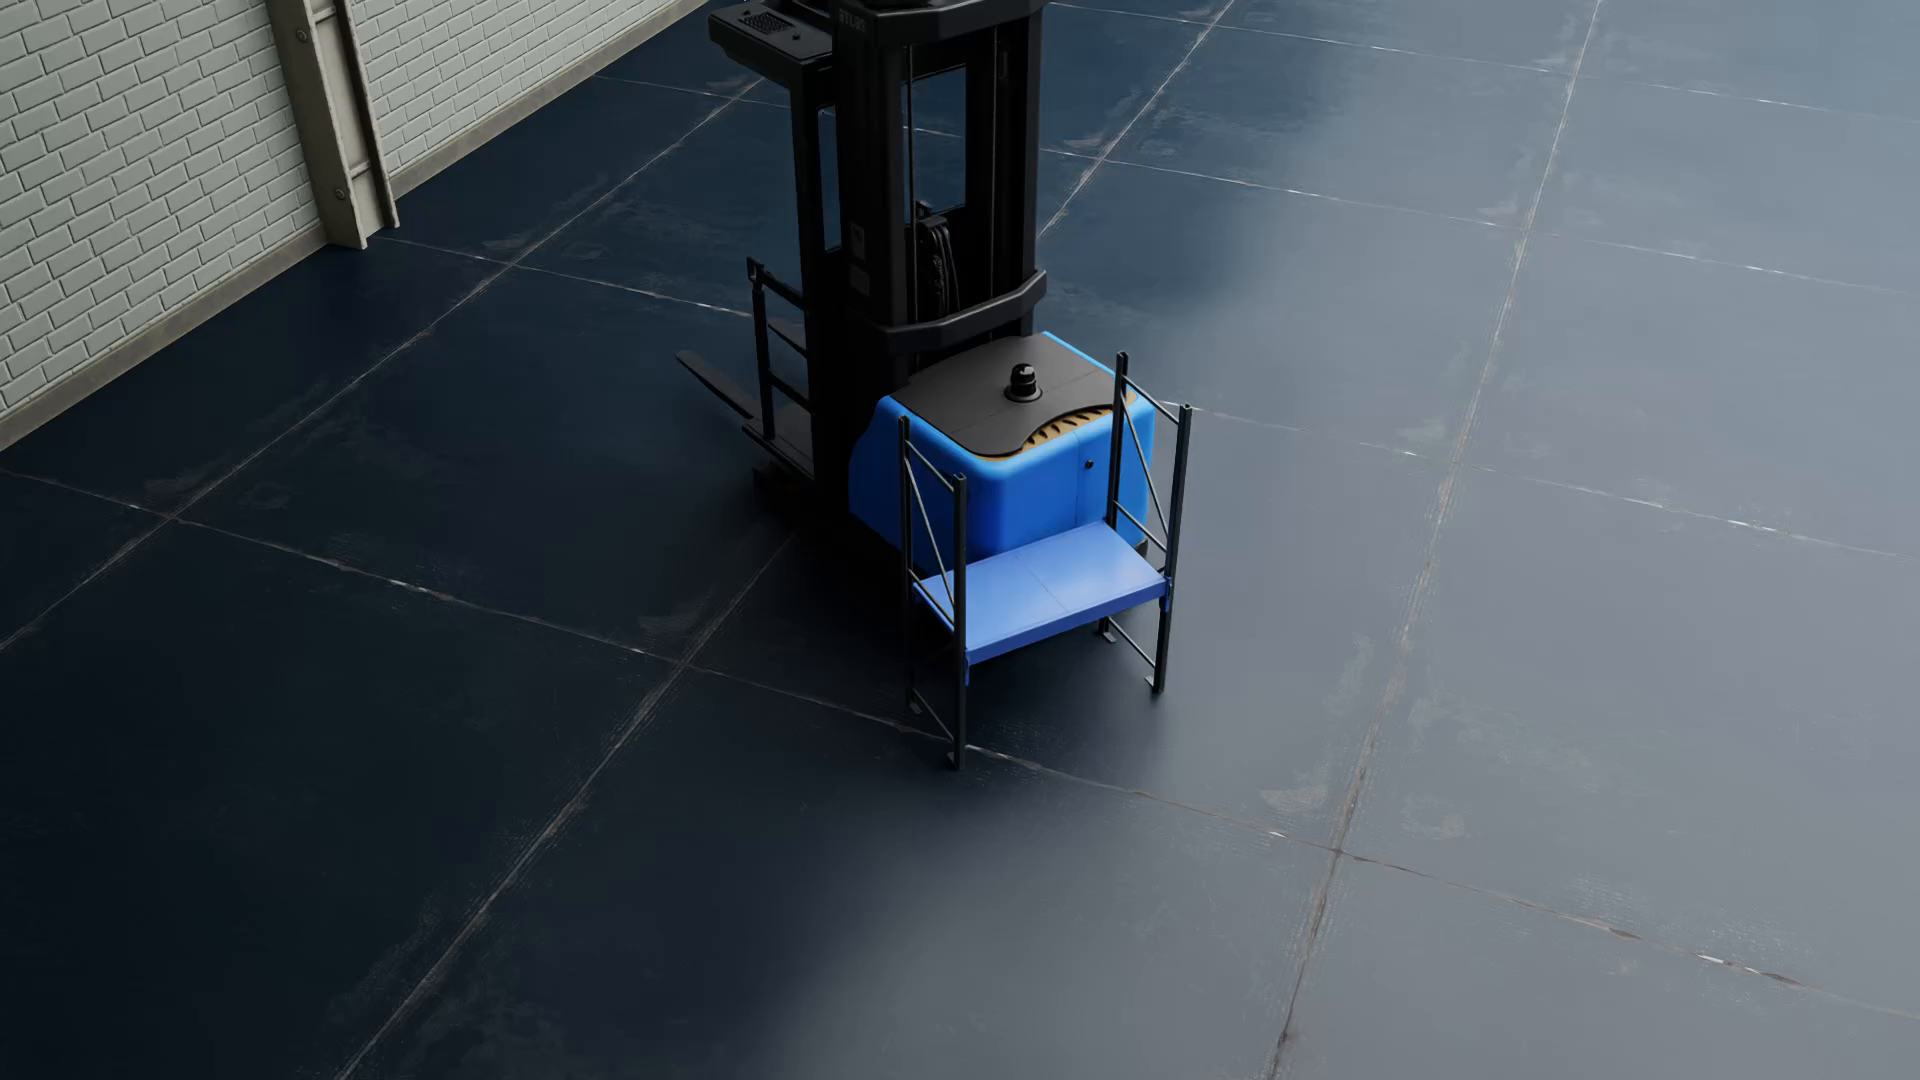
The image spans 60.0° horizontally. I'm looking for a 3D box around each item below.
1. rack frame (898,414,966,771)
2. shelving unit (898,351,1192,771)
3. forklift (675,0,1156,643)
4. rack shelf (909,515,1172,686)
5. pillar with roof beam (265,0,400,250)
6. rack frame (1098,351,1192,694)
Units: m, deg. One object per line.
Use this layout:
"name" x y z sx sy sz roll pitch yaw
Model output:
"rack frame" -0.110 0.244 6.772 0.032 1.500 0.500 -18 41 -23
"shelving unit" 0.336 0.097 6.968 1.048 1.500 0.538 -18 41 -23
"forklift" -0.414 -1.466 7.865 1.130 2.935 3.031 -25 44 -30
"rack shelf" 0.335 0.241 7.076 1.000 0.185 0.538 -18 41 -23
"pillar with roof beam" -0.001 -4.670 7.083 9.100 9.000 0.400 14 39 18
"rack frame" 0.781 -0.049 7.164 0.032 1.500 0.500 -18 41 -23
